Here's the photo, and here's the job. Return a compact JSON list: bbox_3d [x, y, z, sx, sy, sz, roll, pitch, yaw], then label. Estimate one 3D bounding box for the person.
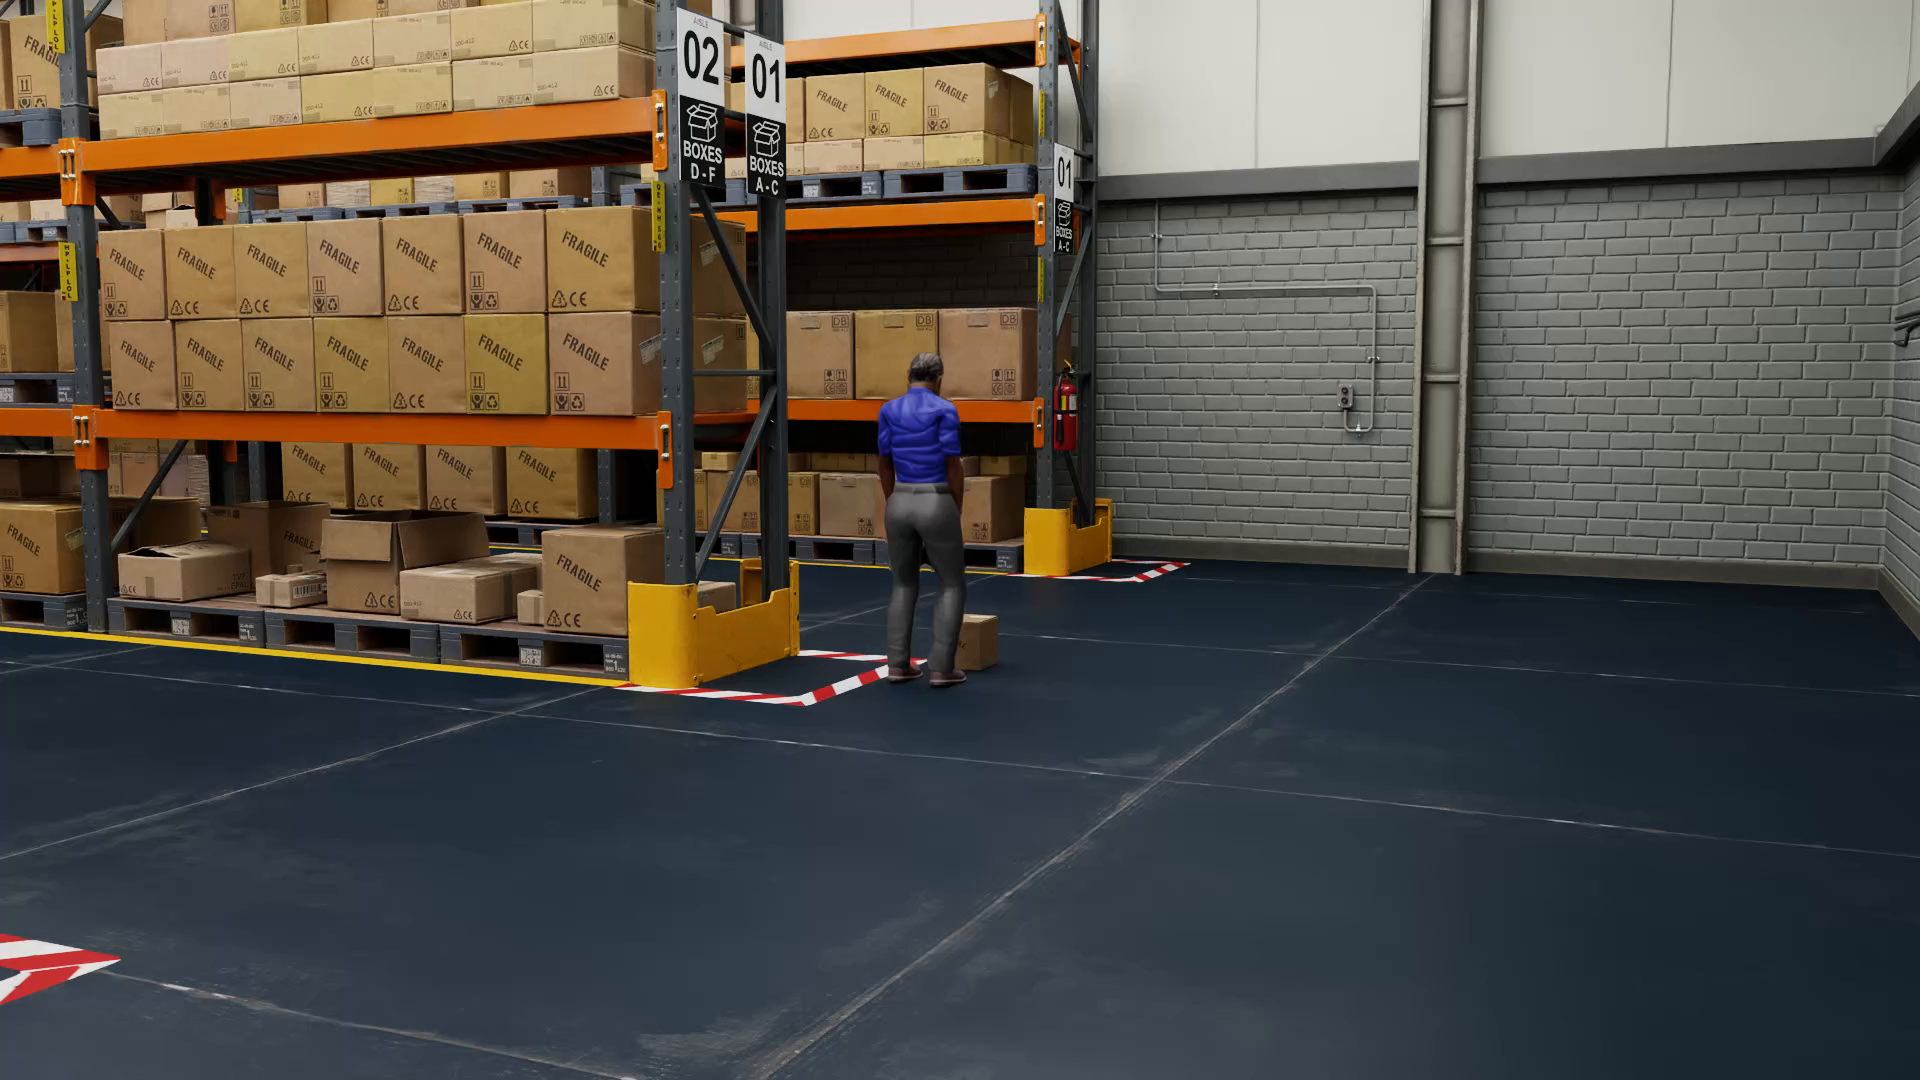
[{"bbox_3d":[-0.195,-0.103,8.108,0.453,1.618,0.361,3,6,25],"label":"person"}]
